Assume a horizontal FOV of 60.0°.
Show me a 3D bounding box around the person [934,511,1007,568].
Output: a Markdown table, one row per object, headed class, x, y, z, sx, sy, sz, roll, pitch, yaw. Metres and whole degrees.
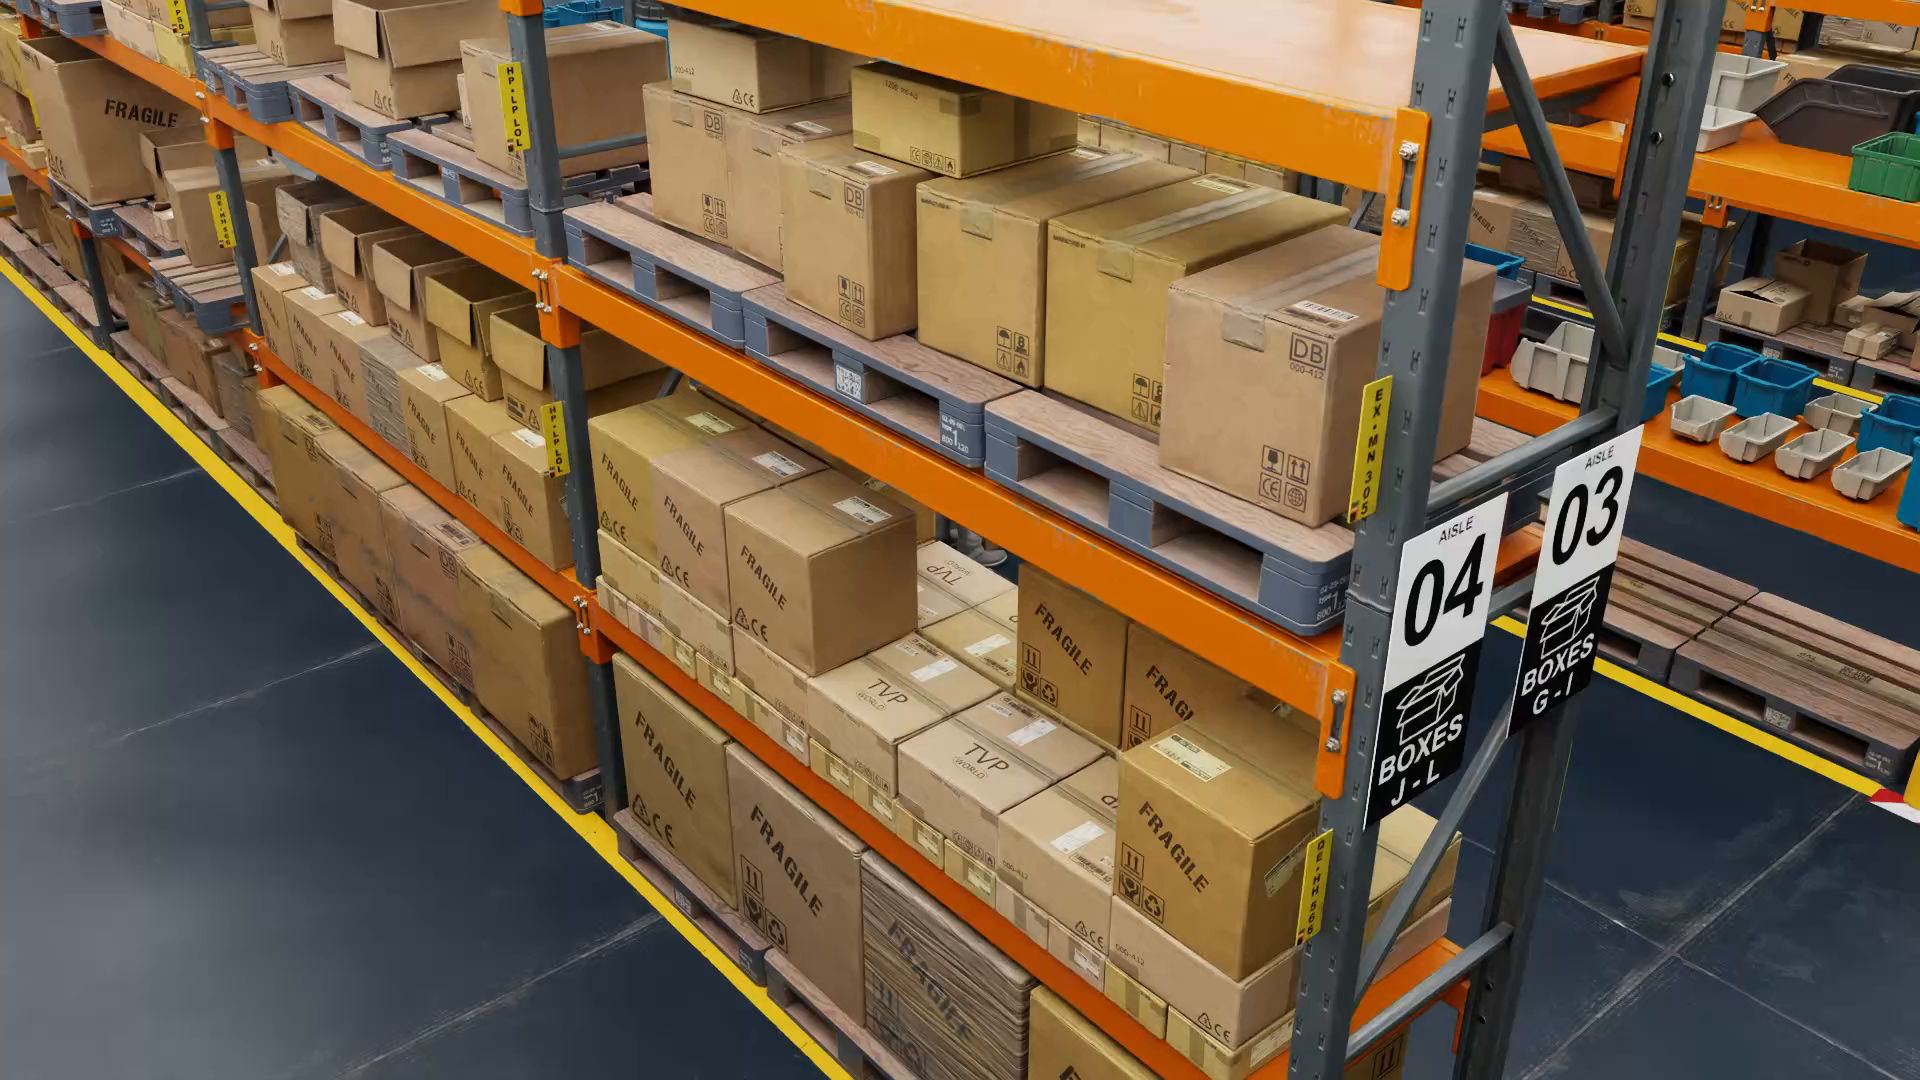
| class | x | y | z | sx | sy | sz | roll | pitch | yaw |
| --- | --- | --- | --- | --- | --- | --- | --- | --- | --- |
| person | -0.040 | -0.676 | 9.887 | 0.436 | 1.746 | 0.588 | -24 | 36 | -37 |
